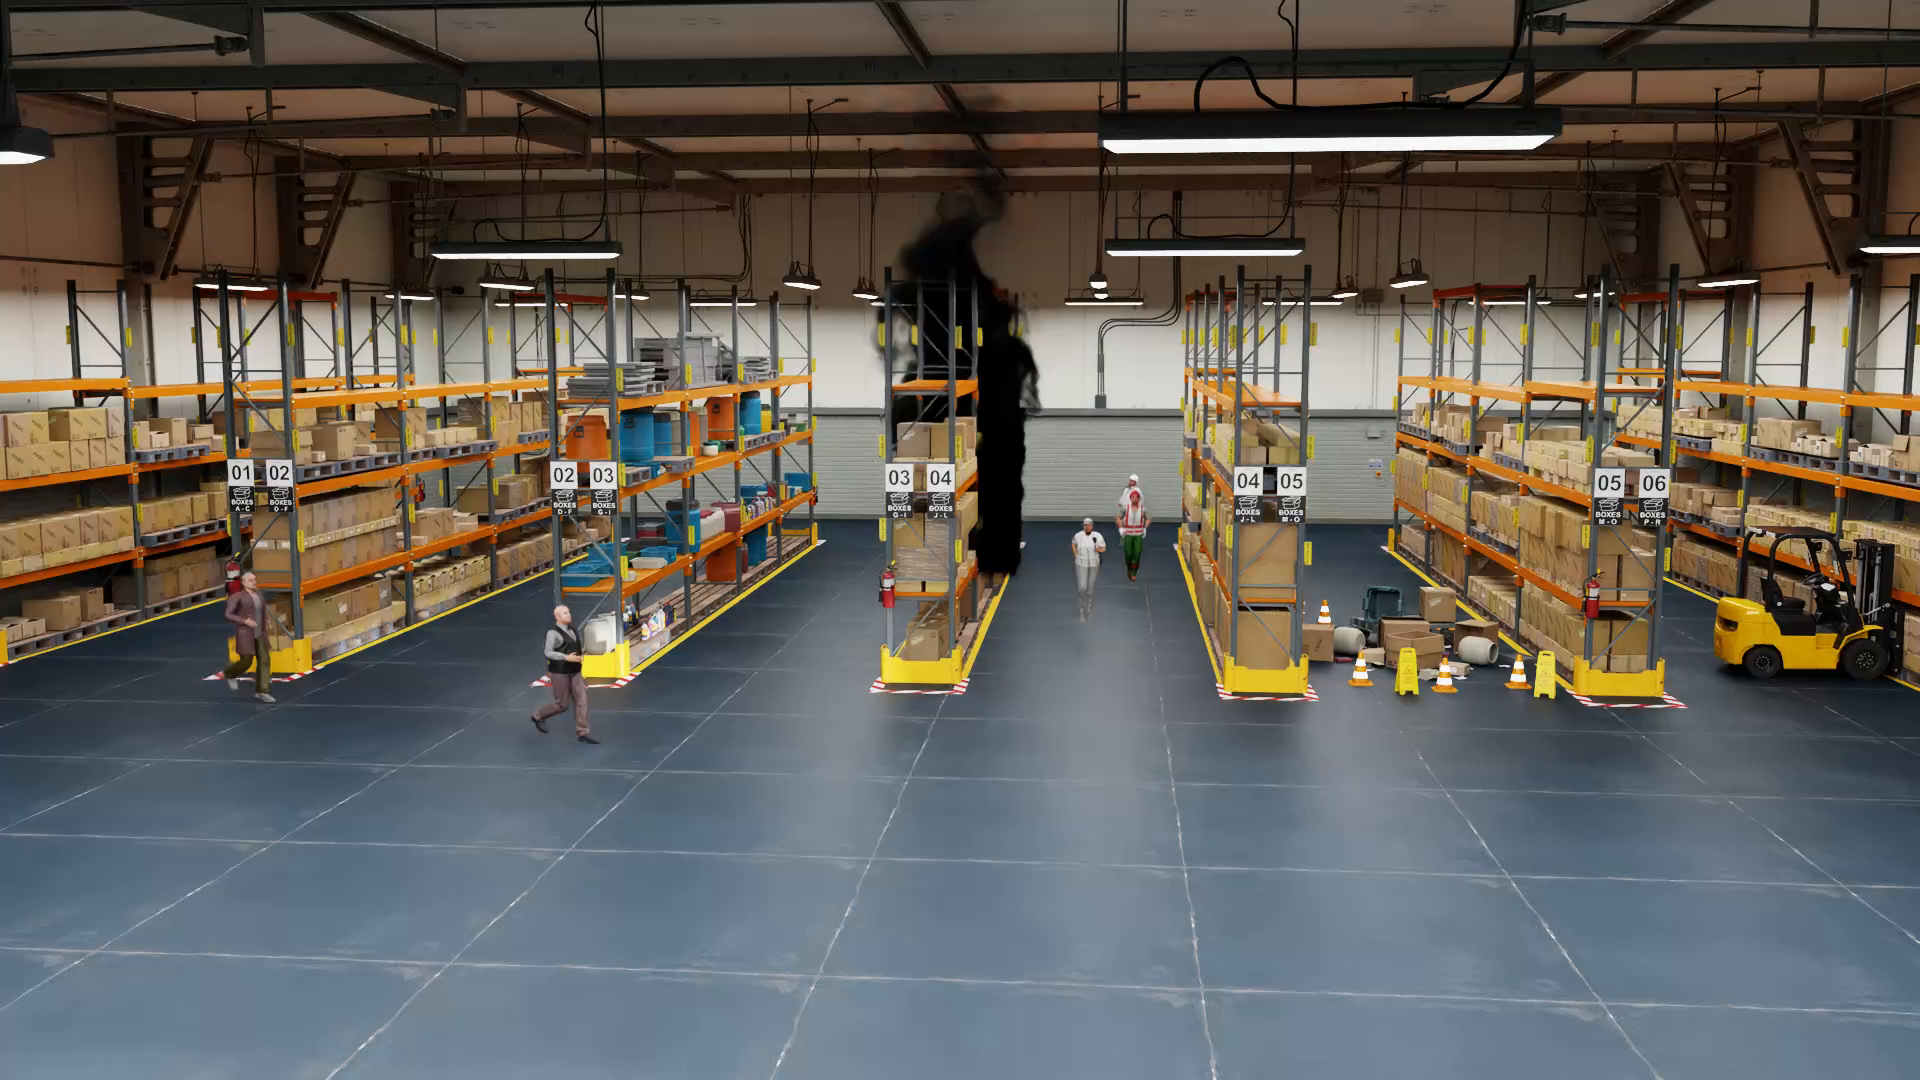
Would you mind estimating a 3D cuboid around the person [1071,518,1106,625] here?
[{"bbox_3d":[2.186,0.512,28.147,0.573,1.789,0.706,0,7,-3],"label":"person"}]

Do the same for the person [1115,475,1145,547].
[{"bbox_3d":[4.026,-0.693,39.989,0.625,1.761,0.704,-3,8,-23],"label":"person"}]

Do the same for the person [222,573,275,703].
[{"bbox_3d":[-9.853,1.339,23.081,0.988,1.790,0.716,4,8,31],"label":"person"}]

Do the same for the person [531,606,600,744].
[{"bbox_3d":[-4.885,1.658,20.543,0.936,1.717,0.661,3,8,23],"label":"person"}]

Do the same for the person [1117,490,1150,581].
[{"bbox_3d":[3.384,-0.092,32.435,0.648,1.760,0.520,1,7,4],"label":"person"}]
